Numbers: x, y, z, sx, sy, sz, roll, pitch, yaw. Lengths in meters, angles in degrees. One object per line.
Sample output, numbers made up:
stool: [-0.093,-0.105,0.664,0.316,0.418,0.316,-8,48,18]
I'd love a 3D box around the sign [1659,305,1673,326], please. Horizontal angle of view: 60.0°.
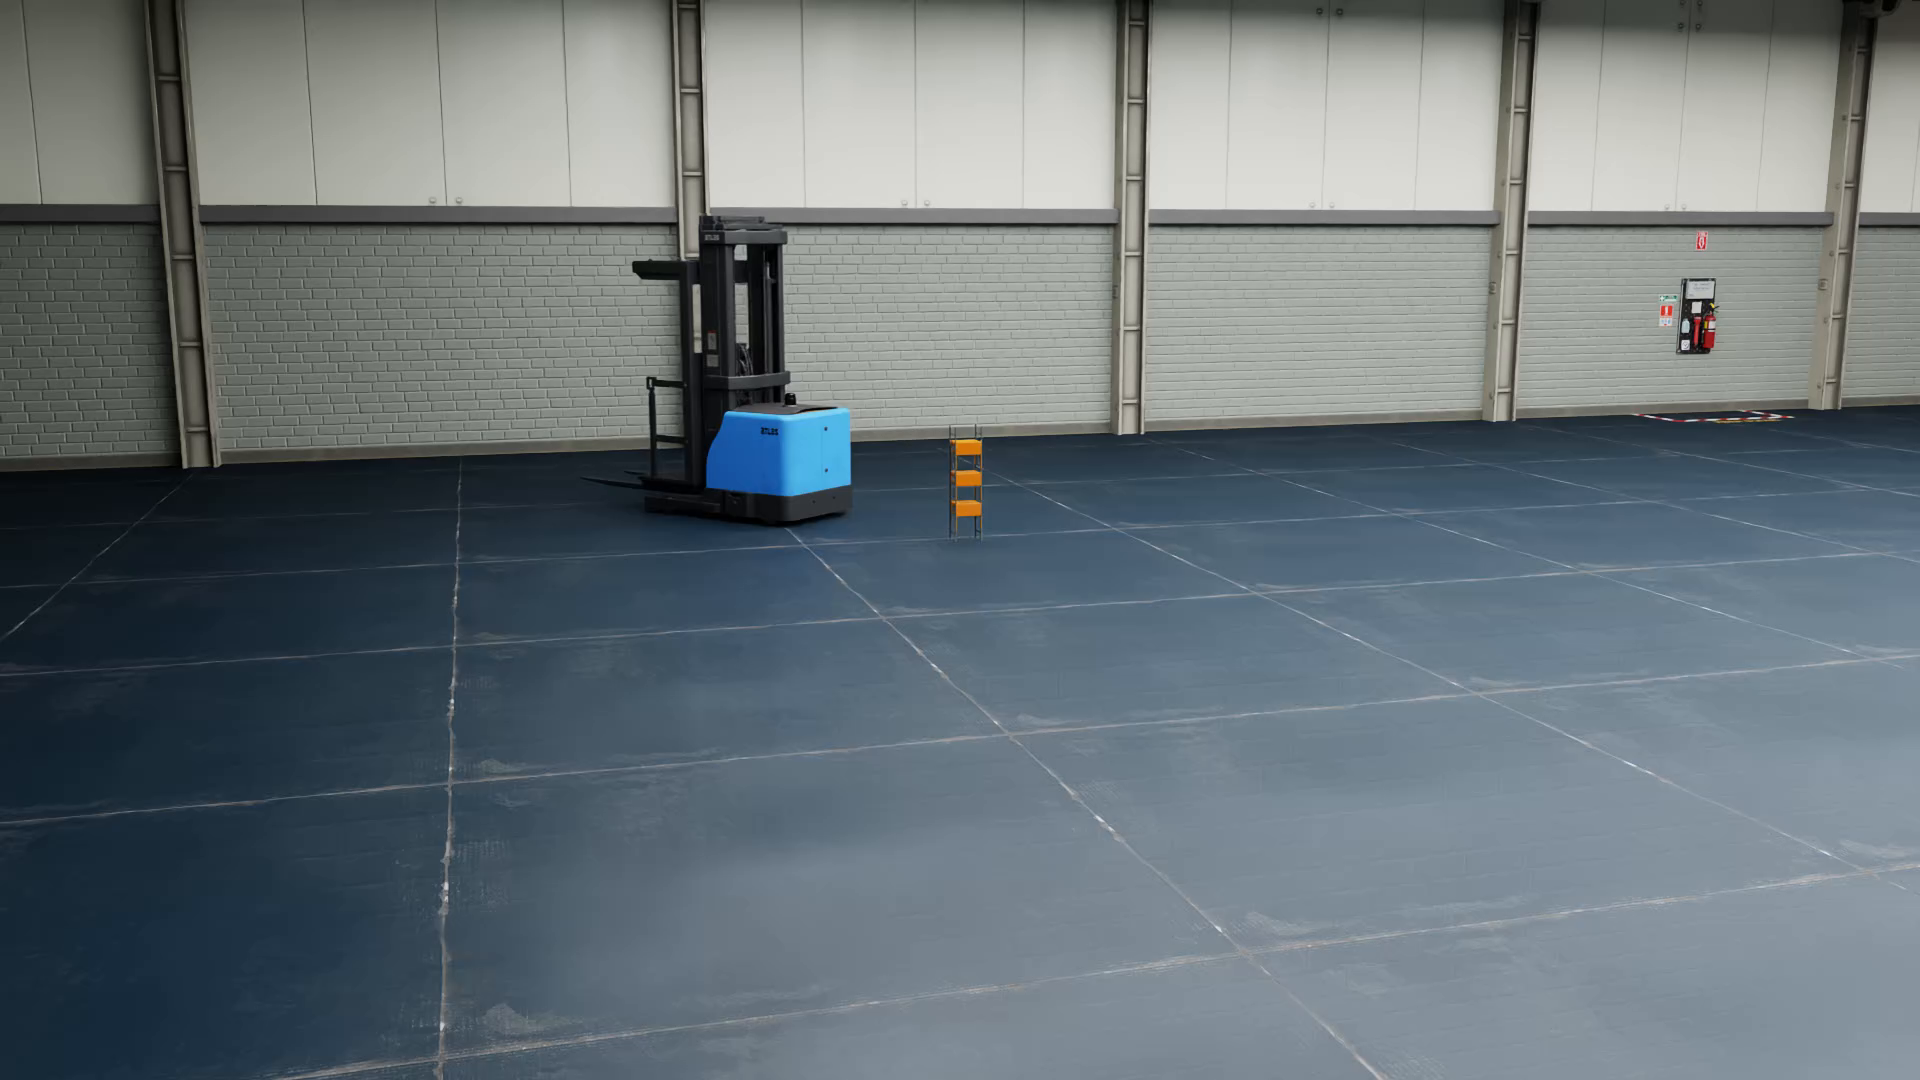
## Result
sign: [10.932,-3.474,25.739,0.234,0.329,0.001,-3,11,-16]

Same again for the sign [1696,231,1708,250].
sign: [11.456,-4.624,25.679,0.199,0.298,0.001,-3,11,-16]

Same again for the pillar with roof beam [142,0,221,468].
pillar with roof beam: [-7.965,-4.573,15.235,0.400,9.000,9.100,-3,11,-16]

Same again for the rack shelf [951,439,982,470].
rack shelf: [0.051,-0.788,15.120,0.240,0.259,0.215,-3,11,-16]

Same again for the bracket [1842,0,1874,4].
bracket: [13.576,-8.223,25.122,0.430,0.232,0.235,-3,11,-16]

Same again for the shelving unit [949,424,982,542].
shelving unit: [0.051,-0.519,15.170,0.252,1.050,0.215,-3,11,-16]

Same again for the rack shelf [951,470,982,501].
rack shelf: [0.051,-0.509,15.172,0.240,0.259,0.215,-3,11,-16]

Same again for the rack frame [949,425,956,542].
rack frame: [-0.066,-0.513,15.136,0.008,1.050,0.200,-3,11,-16]

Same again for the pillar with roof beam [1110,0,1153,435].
pillar with roof beam: [3.556,-5.180,18.534,0.400,9.000,9.100,-3,11,-16]

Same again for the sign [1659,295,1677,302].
sign: [10.939,-3.734,25.684,0.331,0.109,0.001,-3,11,-16]

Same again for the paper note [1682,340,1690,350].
paper note: [11.302,-3.037,25.894,0.142,0.148,0.016,-3,11,-16]

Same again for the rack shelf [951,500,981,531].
rack shelf: [0.051,-0.235,15.222,0.240,0.259,0.215,-3,11,-16]

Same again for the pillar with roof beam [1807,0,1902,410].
pillar with roof beam: [15.078,-5.787,21.832,0.548,9.000,9.100,-3,11,-16]

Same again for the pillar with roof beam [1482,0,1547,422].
pillar with roof beam: [9.317,-5.484,20.183,0.548,9.000,9.100,-3,11,-16]

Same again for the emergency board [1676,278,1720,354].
emergency board: [11.491,-3.467,25.797,0.643,1.169,0.194,-3,11,-16]

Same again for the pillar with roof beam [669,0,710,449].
pillar with roof beam: [-2.205,-4.876,16.884,0.400,9.000,9.100,-3,11,-16]

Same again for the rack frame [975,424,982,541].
rack frame: [0.169,-0.525,15.203,0.008,1.050,0.200,-3,11,-16]

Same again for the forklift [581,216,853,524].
forklift: [-2.575,-1.774,16.792,3.031,2.935,1.130,7,13,34]
